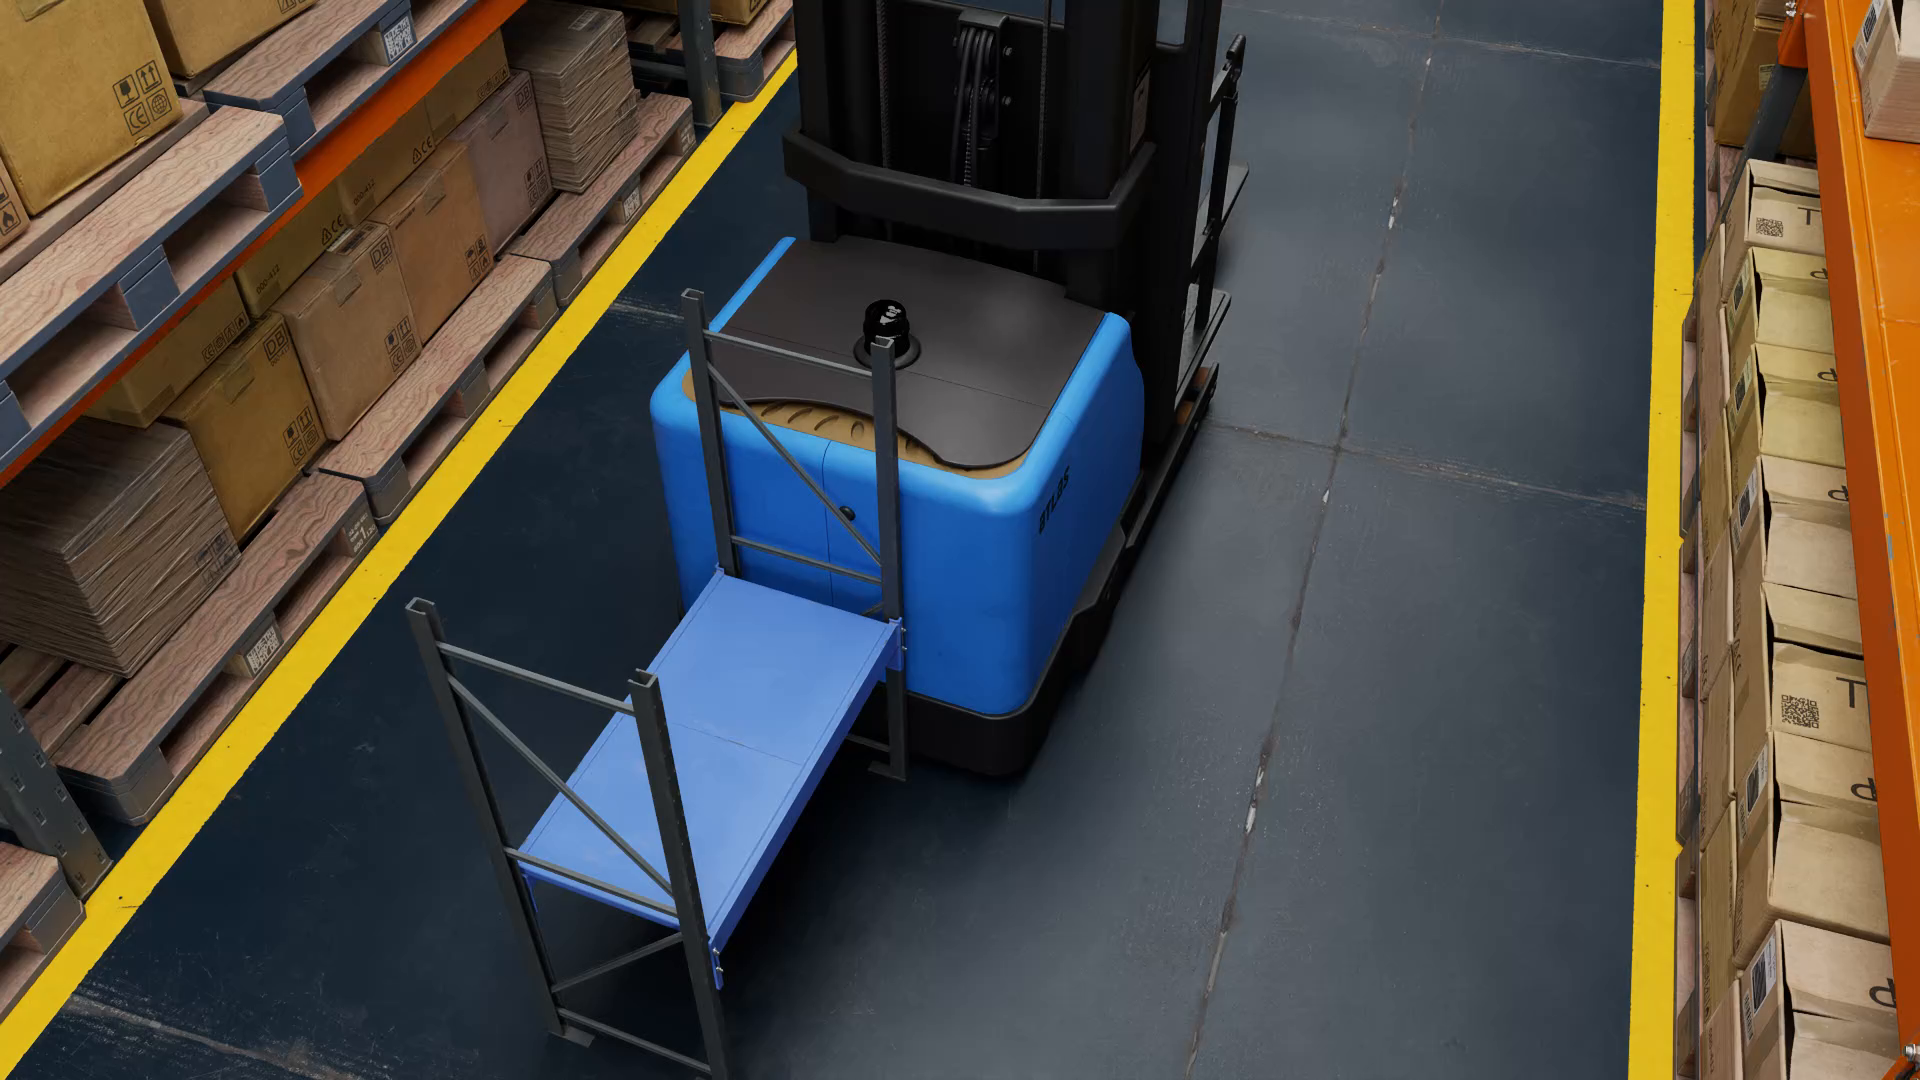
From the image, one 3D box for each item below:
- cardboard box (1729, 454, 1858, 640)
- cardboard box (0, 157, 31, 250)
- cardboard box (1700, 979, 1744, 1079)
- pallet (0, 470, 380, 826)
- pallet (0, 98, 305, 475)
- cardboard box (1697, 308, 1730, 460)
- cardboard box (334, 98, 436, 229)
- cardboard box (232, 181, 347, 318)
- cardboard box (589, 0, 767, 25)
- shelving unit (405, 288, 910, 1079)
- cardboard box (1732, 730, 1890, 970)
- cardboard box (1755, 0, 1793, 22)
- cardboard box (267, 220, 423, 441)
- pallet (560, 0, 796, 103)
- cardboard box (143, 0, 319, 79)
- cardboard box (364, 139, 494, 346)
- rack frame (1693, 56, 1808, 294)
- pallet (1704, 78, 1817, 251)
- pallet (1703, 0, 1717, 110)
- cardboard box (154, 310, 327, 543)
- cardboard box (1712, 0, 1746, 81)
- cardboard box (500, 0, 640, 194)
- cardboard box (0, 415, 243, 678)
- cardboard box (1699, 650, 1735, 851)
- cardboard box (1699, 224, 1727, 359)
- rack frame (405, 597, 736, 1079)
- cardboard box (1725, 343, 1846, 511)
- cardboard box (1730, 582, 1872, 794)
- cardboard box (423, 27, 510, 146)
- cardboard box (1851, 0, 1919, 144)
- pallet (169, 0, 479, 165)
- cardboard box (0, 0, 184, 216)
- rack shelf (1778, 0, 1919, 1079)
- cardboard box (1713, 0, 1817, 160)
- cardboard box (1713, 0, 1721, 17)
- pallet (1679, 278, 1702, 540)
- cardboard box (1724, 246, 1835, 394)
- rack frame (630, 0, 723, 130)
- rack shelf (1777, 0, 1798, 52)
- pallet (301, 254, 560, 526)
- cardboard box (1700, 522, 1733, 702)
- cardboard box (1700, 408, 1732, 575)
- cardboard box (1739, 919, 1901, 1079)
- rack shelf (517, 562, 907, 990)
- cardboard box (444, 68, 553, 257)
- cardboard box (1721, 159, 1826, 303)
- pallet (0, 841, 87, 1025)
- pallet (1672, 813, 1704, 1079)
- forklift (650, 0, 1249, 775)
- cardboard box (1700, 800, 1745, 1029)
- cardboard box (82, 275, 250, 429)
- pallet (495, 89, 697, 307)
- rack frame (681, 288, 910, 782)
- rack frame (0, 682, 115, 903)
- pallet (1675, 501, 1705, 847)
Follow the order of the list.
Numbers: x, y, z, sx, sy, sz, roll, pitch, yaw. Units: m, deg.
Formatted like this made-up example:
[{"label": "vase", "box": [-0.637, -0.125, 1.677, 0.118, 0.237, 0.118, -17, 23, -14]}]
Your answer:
[{"label": "cardboard box", "box": [2.313, 0.051, 4.318, 0.500, 0.311, 0.500, 12, 46, 12]}, {"label": "cardboard box", "box": [-2.532, -0.808, 3.545, 0.700, 0.500, 0.500, 13, 46, 13]}, {"label": "cardboard box", "box": [1.852, 1.259, 3.485, 0.500, 0.250, 0.500, 12, 46, 12]}, {"label": "pallet", "box": [-2.485, 0.194, 4.900, 1.003, 0.211, 1.213, 13, 46, 13]}, {"label": "pallet", "box": [-2.349, -0.693, 3.951, 1.003, 0.211, 1.213, 13, 46, 13]}, {"label": "cardboard box", "box": [2.625, -0.448, 5.228, 0.500, 0.250, 0.500, 11, 46, 11]}, {"label": "cardboard box", "box": [-2.059, -1.279, 5.349, 0.500, 0.250, 0.500, 12, 46, 12]}, {"label": "cardboard box", "box": [-2.228, -0.951, 5.013, 0.500, 0.250, 0.500, 11, 46, 11]}, {"label": "cardboard box", "box": [-1.160, -2.793, 7.197, 0.750, 0.750, 0.750, 12, 46, 12]}, {"label": "shelving unit", "box": [-0.568, 0.384, 3.785, 0.538, 1.500, 1.048, 16, 47, 16]}, {"label": "cardboard box", "box": [2.004, 0.717, 3.637, 0.500, 0.311, 0.500, 14, 46, 14]}, {"label": "cardboard box", "box": [3.287, -2.146, 6.235, 0.500, 0.250, 0.500, 14, 46, 14]}, {"label": "cardboard box", "box": [-2.210, -0.727, 5.321, 0.700, 0.500, 0.500, 13, 46, 13]}, {"label": "pallet", "box": [-1.197, -2.462, 7.615, 1.003, 0.211, 1.213, 13, 46, 13]}, {"label": "cardboard box", "box": [-2.187, -1.624, 4.379, 0.700, 0.500, 0.500, 19, 47, 18]}, {"label": "cardboard box", "box": [-2.066, -1.066, 5.667, 0.700, 0.500, 0.500, 12, 46, 12]}, {"label": "rack frame", "box": [3.215, -1.902, 5.049, 1.000, 3.000, 0.127, 13, 46, 13]}, {"label": "pallet", "box": [3.477, -1.395, 6.525, 1.003, 0.211, 1.213, 13, 46, 13]}, {"label": "pallet", "box": [3.848, -2.206, 7.353, 1.003, 0.211, 1.213, 13, 46, 13]}, {"label": "cardboard box", "box": [-2.403, -0.396, 4.983, 0.700, 0.500, 0.500, 12, 46, 12]}, {"label": "cardboard box", "box": [3.431, -2.184, 6.810, 0.500, 0.500, 0.500, 11, 45, 11]}, {"label": "cardboard box", "box": [-1.676, -1.722, 6.338, 0.700, 0.500, 0.500, 13, 46, 13]}, {"label": "cardboard box", "box": [-2.512, -0.041, 4.620, 0.700, 0.500, 0.500, 14, 46, 14]}, {"label": "cardboard box", "box": [2.162, 0.581, 4.177, 0.500, 0.250, 0.500, 13, 46, 13]}, {"label": "cardboard box", "box": [2.776, -0.783, 5.571, 0.500, 0.250, 0.500, 12, 46, 12]}, {"label": "rack frame", "box": [-0.758, 0.714, 3.448, 0.500, 1.500, 0.032, 16, 47, 16]}, {"label": "cardboard box", "box": [2.468, -0.292, 4.668, 0.500, 0.311, 0.500, 11, 46, 11]}, {"label": "cardboard box", "box": [2.158, 0.385, 3.976, 0.500, 0.311, 0.500, 12, 46, 12]}, {"label": "cardboard box", "box": [-1.908, -1.623, 5.701, 0.500, 0.250, 0.500, 13, 46, 13]}, {"label": "cardboard box", "box": [2.759, -1.315, 4.513, 0.500, 0.311, 0.500, 12, 46, 12]}, {"label": "pallet", "box": [-2.068, -1.552, 4.829, 1.003, 0.211, 1.213, 13, 46, 13]}, {"label": "cardboard box", "box": [-2.356, -1.179, 3.924, 0.700, 0.500, 0.500, 17, 47, 17]}, {"label": "rack shelf", "box": [2.609, -0.312, 3.939, 1.077, 0.370, 4.000, 13, 46, 13]}, {"label": "cardboard box", "box": [3.274, -1.839, 6.458, 0.500, 0.500, 0.500, 14, 46, 14]}, {"label": "cardboard box", "box": [3.584, -2.535, 7.169, 0.500, 0.500, 0.500, 11, 45, 11]}, {"label": "pallet", "box": [2.928, -0.365, 5.472, 1.003, 0.211, 1.213, 13, 46, 13]}, {"label": "cardboard box", "box": [2.625, -0.631, 5.015, 0.500, 0.311, 0.500, 11, 46, 12]}, {"label": "rack frame", "box": [-1.508, -2.949, 6.119, 1.000, 3.000, 0.127, 13, 46, 13]}, {"label": "rack shelf", "box": [3.820, -2.978, 6.663, 1.077, 0.370, 4.000, 13, 46, 13]}, {"label": "pallet", "box": [-2.117, -0.621, 5.734, 1.003, 0.211, 1.213, 13, 46, 13]}, {"label": "cardboard box", "box": [2.317, 0.242, 4.524, 0.500, 0.250, 0.500, 13, 46, 13]}, {"label": "cardboard box", "box": [2.473, -0.100, 4.873, 0.500, 0.250, 0.500, 11, 46, 11]}, {"label": "cardboard box", "box": [1.853, 1.065, 3.281, 0.500, 0.311, 0.500, 13, 46, 13]}, {"label": "rack shelf", "box": [-0.568, 0.513, 3.911, 0.538, 0.185, 1.000, 16, 47, 16]}, {"label": "cardboard box", "box": [-1.943, -1.403, 6.012, 0.700, 0.500, 0.500, 12, 46, 12]}, {"label": "cardboard box", "box": [2.776, -0.983, 5.375, 0.500, 0.311, 0.500, 14, 46, 14]}, {"label": "pallet", "box": [-2.889, 1.169, 3.905, 1.003, 0.211, 1.213, 13, 46, 13]}, {"label": "pallet", "box": [2.189, 1.261, 3.810, 1.003, 0.211, 1.213, 13, 46, 13]}, {"label": "forklift", "box": [0.235, -1.455, 4.642, 1.130, 2.935, 3.031, 16, 47, 16]}, {"label": "cardboard box", "box": [2.007, 0.922, 3.829, 0.500, 0.250, 0.500, 12, 46, 12]}, {"label": "cardboard box", "box": [-2.382, -0.603, 4.658, 0.500, 0.250, 0.500, 12, 46, 12]}, {"label": "pallet", "box": [-1.746, -1.432, 6.562, 1.003, 0.211, 1.213, 13, 46, 13]}, {"label": "rack frame", "box": [-0.377, 0.055, 4.122, 0.500, 1.500, 0.032, 16, 47, 16]}, {"label": "rack frame", "box": [-2.719, -0.283, 3.394, 1.000, 3.000, 0.127, 13, 46, 13]}, {"label": "pallet", "box": [2.557, 0.445, 4.644, 1.003, 0.211, 1.213, 13, 46, 13]}]
